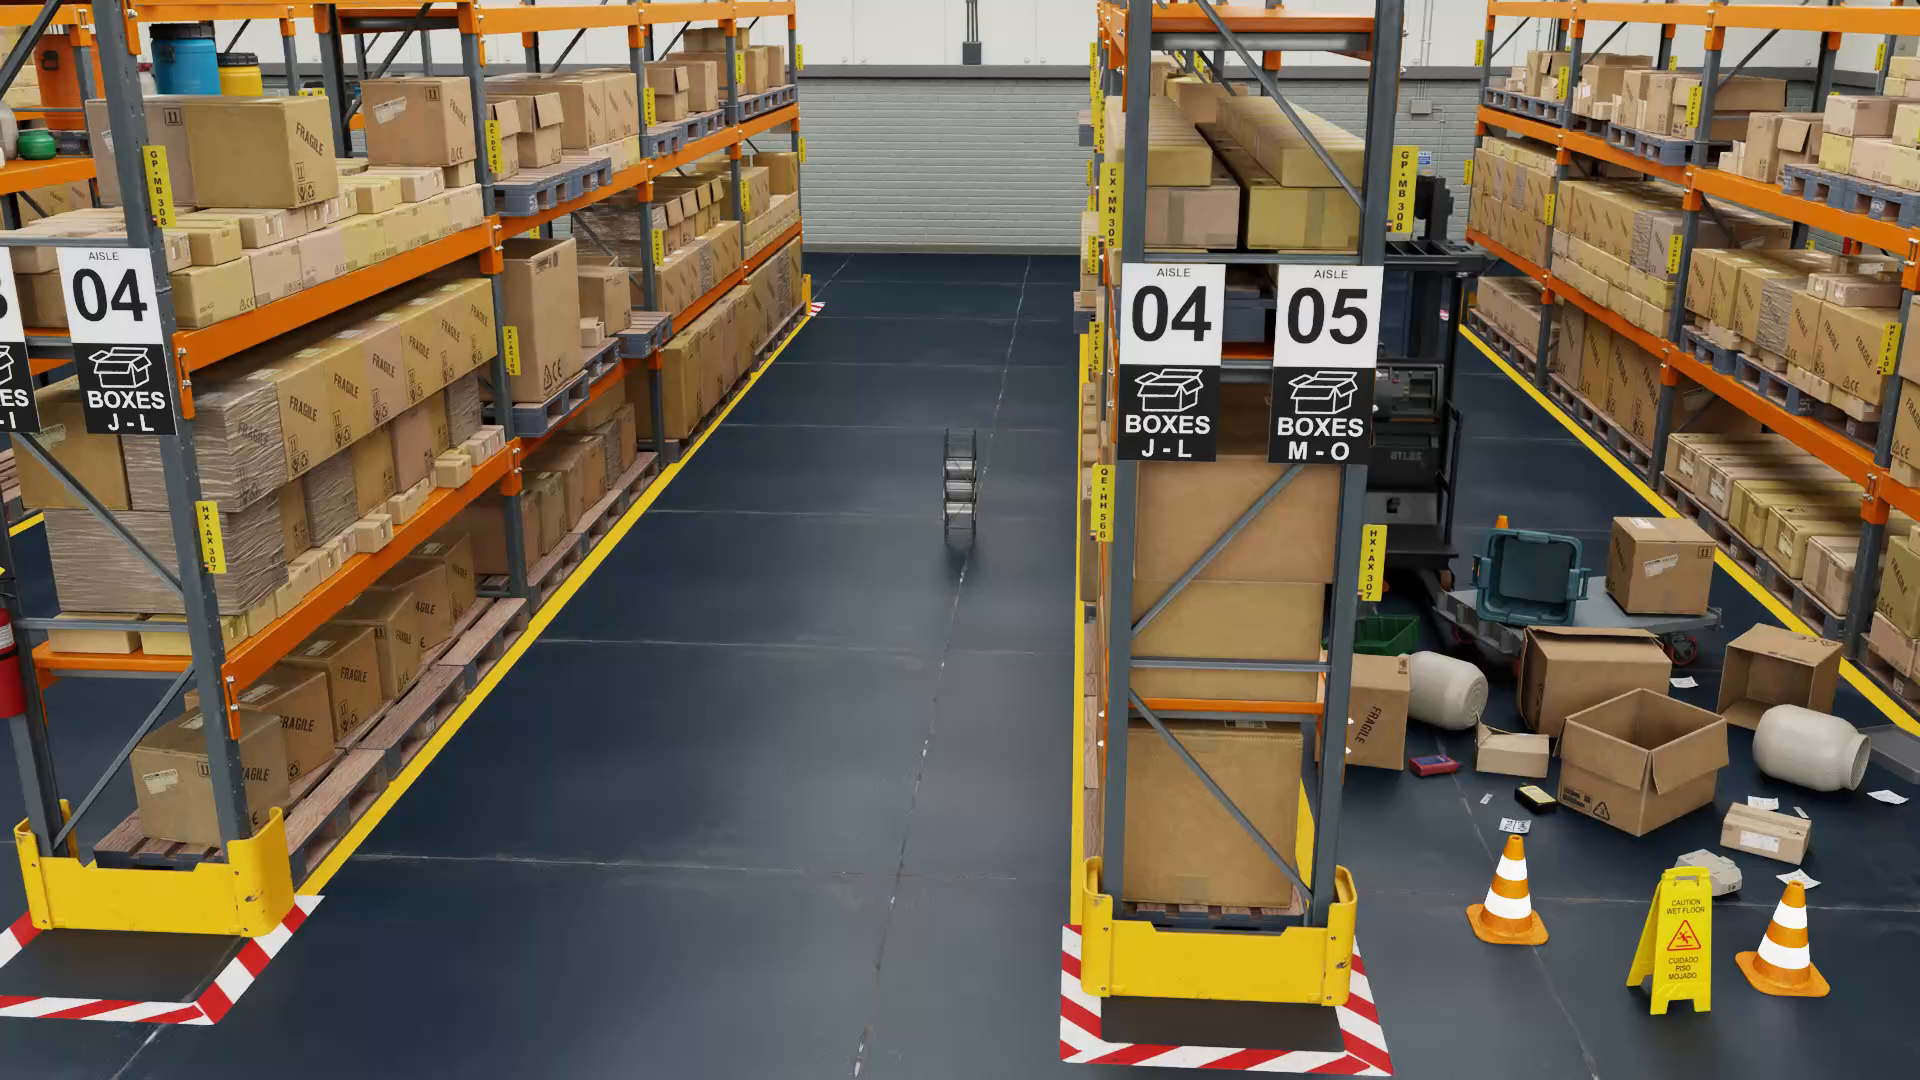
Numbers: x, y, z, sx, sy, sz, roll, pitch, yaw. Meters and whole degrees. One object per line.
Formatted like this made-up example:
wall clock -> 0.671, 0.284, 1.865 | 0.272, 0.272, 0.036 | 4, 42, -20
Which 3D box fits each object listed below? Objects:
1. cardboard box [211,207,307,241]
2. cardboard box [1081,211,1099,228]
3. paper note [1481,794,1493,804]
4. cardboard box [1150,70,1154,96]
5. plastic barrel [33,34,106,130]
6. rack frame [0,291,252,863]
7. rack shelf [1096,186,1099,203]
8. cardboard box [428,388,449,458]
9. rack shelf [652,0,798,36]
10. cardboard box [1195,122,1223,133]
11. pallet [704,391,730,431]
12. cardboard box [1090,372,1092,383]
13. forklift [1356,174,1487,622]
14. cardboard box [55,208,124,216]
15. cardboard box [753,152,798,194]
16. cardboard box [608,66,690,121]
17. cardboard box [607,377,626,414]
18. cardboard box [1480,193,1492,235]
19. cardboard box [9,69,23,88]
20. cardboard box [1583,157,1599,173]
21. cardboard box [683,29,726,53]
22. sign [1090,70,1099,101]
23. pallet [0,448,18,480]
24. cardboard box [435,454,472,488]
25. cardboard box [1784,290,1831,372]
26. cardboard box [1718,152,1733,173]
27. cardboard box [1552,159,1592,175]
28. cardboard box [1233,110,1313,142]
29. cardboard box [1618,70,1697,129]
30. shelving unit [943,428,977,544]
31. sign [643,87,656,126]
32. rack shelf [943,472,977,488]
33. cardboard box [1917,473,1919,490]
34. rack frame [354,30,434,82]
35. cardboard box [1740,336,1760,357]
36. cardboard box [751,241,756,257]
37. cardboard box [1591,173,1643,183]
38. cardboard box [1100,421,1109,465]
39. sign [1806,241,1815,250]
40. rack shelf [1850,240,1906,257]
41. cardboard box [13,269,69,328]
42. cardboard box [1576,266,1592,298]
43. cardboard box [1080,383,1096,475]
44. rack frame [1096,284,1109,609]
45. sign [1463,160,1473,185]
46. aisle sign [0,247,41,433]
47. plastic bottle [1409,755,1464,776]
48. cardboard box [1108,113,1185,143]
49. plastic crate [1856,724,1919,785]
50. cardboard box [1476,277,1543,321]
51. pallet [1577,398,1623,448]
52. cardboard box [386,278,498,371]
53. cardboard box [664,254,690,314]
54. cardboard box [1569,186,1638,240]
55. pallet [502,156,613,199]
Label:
cardboard box -> -3.438, -1.554, 8.132 | 0.380, 0.149, 0.250 | 1, 18, 4
cardboard box -> 1.503, -3.448, 17.902 | 0.380, 0.149, 0.250 | 2, 18, 7
paper note -> 2.877, 1.415, 9.089 | 0.032, 0.001, 0.123 | 12, 22, 32
cardboard box -> 1.473, -3.923, 14.371 | 0.396, 0.266, 0.258 | 1, 18, 4
plastic barrel -> -8.133, -4.213, 15.281 | 0.600, 0.830, 0.708 | 1, 18, 4
rack frame -> -3.810, 0.388, 7.423 | 1.000, 3.000, 0.127 | 1, 18, 4
rack shelf -> 1.846, -3.660, 16.112 | 1.077, 0.370, 4.000 | 1, 18, 4
cardboard box -> -3.689, -0.751, 10.258 | 0.875, 0.500, 0.500 | 1, 18, 4
rack shelf -> -2.807, -6.279, 19.933 | 1.077, 0.370, 4.000 | 1, 18, 4
cardboard box -> 1.637, -2.297, 9.725 | 0.500, 0.250, 0.500 | 1, 18, 3
pallet -> -3.015, -1.393, 17.335 | 1.003, 0.211, 1.213 | 1, 18, 4
cardboard box -> 1.552, -1.503, 16.531 | 0.500, 0.500, 0.500 | 0, 18, 1
forklift -> 3.093, -1.117, 12.124 | 1.130, 2.935, 3.031 | 1, 18, 4
cardboard box -> -4.062, -1.493, 7.946 | 0.380, 0.149, 0.250 | 1, 18, 4
cardboard box -> -2.436, -4.851, 21.969 | 0.500, 0.500, 0.500 | 2, 18, 5
cardboard box -> -3.112, -4.406, 16.395 | 0.797, 0.503, 0.637 | 1, 18, 3
cardboard box -> -3.255, -1.266, 14.572 | 0.500, 0.250, 0.500 | 2, 18, 6
cardboard box -> 6.892, -4.108, 20.981 | 0.500, 0.500, 0.500 | 1, 18, 3
cardboard box -> -12.402, -5.920, 21.293 | 0.500, 0.250, 0.500 | 1, 18, 4
cardboard box -> 7.194, -4.202, 18.620 | 0.380, 0.149, 0.250 | 1, 18, 3
cardboard box -> -2.876, -5.708, 19.007 | 0.500, 0.250, 0.500 | 0, 18, 0
sign -> 1.448, -4.878, 17.845 | 0.100, 0.325, 0.005 | 1, 18, 4
pallet -> -8.271, -0.643, 15.045 | 1.003, 0.211, 1.213 | 1, 18, 4
cardboard box -> -3.258, -0.428, 10.316 | 0.380, 0.149, 0.250 | 1, 18, 4
cardboard box -> 6.242, -1.485, 11.824 | 0.500, 0.500, 0.500 | 2, 18, 6
cardboard box -> 6.455, -3.088, 13.615 | 0.380, 0.149, 0.250 | 1, 18, 4
cardboard box -> 6.766, -4.131, 18.406 | 0.380, 0.149, 0.250 | 2, 18, 5
cardboard box -> 1.617, -2.132, 8.583 | 0.380, 0.149, 0.250 | 1, 18, 3
cardboard box -> 6.485, -4.102, 15.473 | 0.500, 0.500, 0.500 | 1, 18, 4
shelving unit -> 0.001, -0.430, 13.291 | 0.258, 0.900, 0.210 | 1, 18, 4
sign -> -2.696, -3.755, 14.419 | 0.100, 0.325, 0.005 | 1, 18, 4
rack shelf -> 0.001, -0.484, 13.273 | 0.258, 0.077, 0.200 | 1, 18, 4
cardboard box -> 6.052, -0.344, 10.058 | 0.380, 0.149, 0.250 | 2, 18, 6
rack frame -> -7.604, -7.543, 21.992 | 1.000, 3.000, 0.127 | 1, 18, 4
cardboard box -> 6.340, -1.527, 12.994 | 0.380, 0.149, 0.250 | 2, 18, 7
cardboard box -> -2.578, -3.386, 19.343 | 0.380, 0.149, 0.250 | 1, 18, 2
cardboard box -> 7.210, -3.783, 18.385 | 0.500, 0.500, 0.500 | 1, 18, 4
cardboard box -> 1.229, -0.333, 9.380 | 0.875, 0.550, 0.550 | 1, 18, 4
sign -> 7.190, -2.379, 14.134 | 0.100, 0.325, 0.005 | 1, 18, 4
rack shelf -> 12.029, -3.288, 19.795 | 1.077, 0.370, 4.000 | 1, 18, 4
cardboard box -> -4.029, -1.122, 7.453 | 0.500, 0.250, 0.500 | 2, 18, 5
cardboard box -> 6.551, -2.597, 16.771 | 0.500, 0.250, 0.500 | 1, 18, 3
cardboard box -> 1.570, -0.898, 14.286 | 1.050, 0.750, 0.750 | 1, 18, 3
rack frame -> 1.416, -0.713, 10.780 | 1.000, 3.000, 0.127 | 1, 18, 4
sign -> 6.668, -4.824, 21.809 | 0.100, 0.325, 0.005 | 1, 18, 4
aisle sign -> -4.114, -0.835, 6.980 | 0.394, 0.787, 0.004 | 1, 18, 4
plastic bottle -> 2.707, 1.275, 9.434 | 0.283, 0.061, 0.133 | -5, 19, -15
cardboard box -> 0.942, -2.067, 8.383 | 0.380, 0.149, 0.250 | 1, 18, 4
plastic crate -> 5.430, 1.223, 9.561 | 0.402, 0.080, 0.583 | -5, 19, -15
cardboard box -> 7.274, -3.135, 21.614 | 0.875, 0.438, 0.875 | 1, 18, 2
pallet -> 6.869, -1.172, 16.660 | 1.003, 0.211, 1.213 | 1, 18, 4
cardboard box -> -3.281, -1.373, 10.551 | 0.500, 0.500, 0.500 | 1, 18, 4
cardboard box -> -2.896, -2.450, 15.921 | 0.500, 0.500, 0.500 | 1, 18, 2
cardboard box -> 6.607, -3.352, 17.069 | 0.500, 0.500, 0.500 | 1, 18, 4
pallet -> -3.302, -2.702, 12.337 | 1.213, 0.211, 1.003 | 1, 18, 4
